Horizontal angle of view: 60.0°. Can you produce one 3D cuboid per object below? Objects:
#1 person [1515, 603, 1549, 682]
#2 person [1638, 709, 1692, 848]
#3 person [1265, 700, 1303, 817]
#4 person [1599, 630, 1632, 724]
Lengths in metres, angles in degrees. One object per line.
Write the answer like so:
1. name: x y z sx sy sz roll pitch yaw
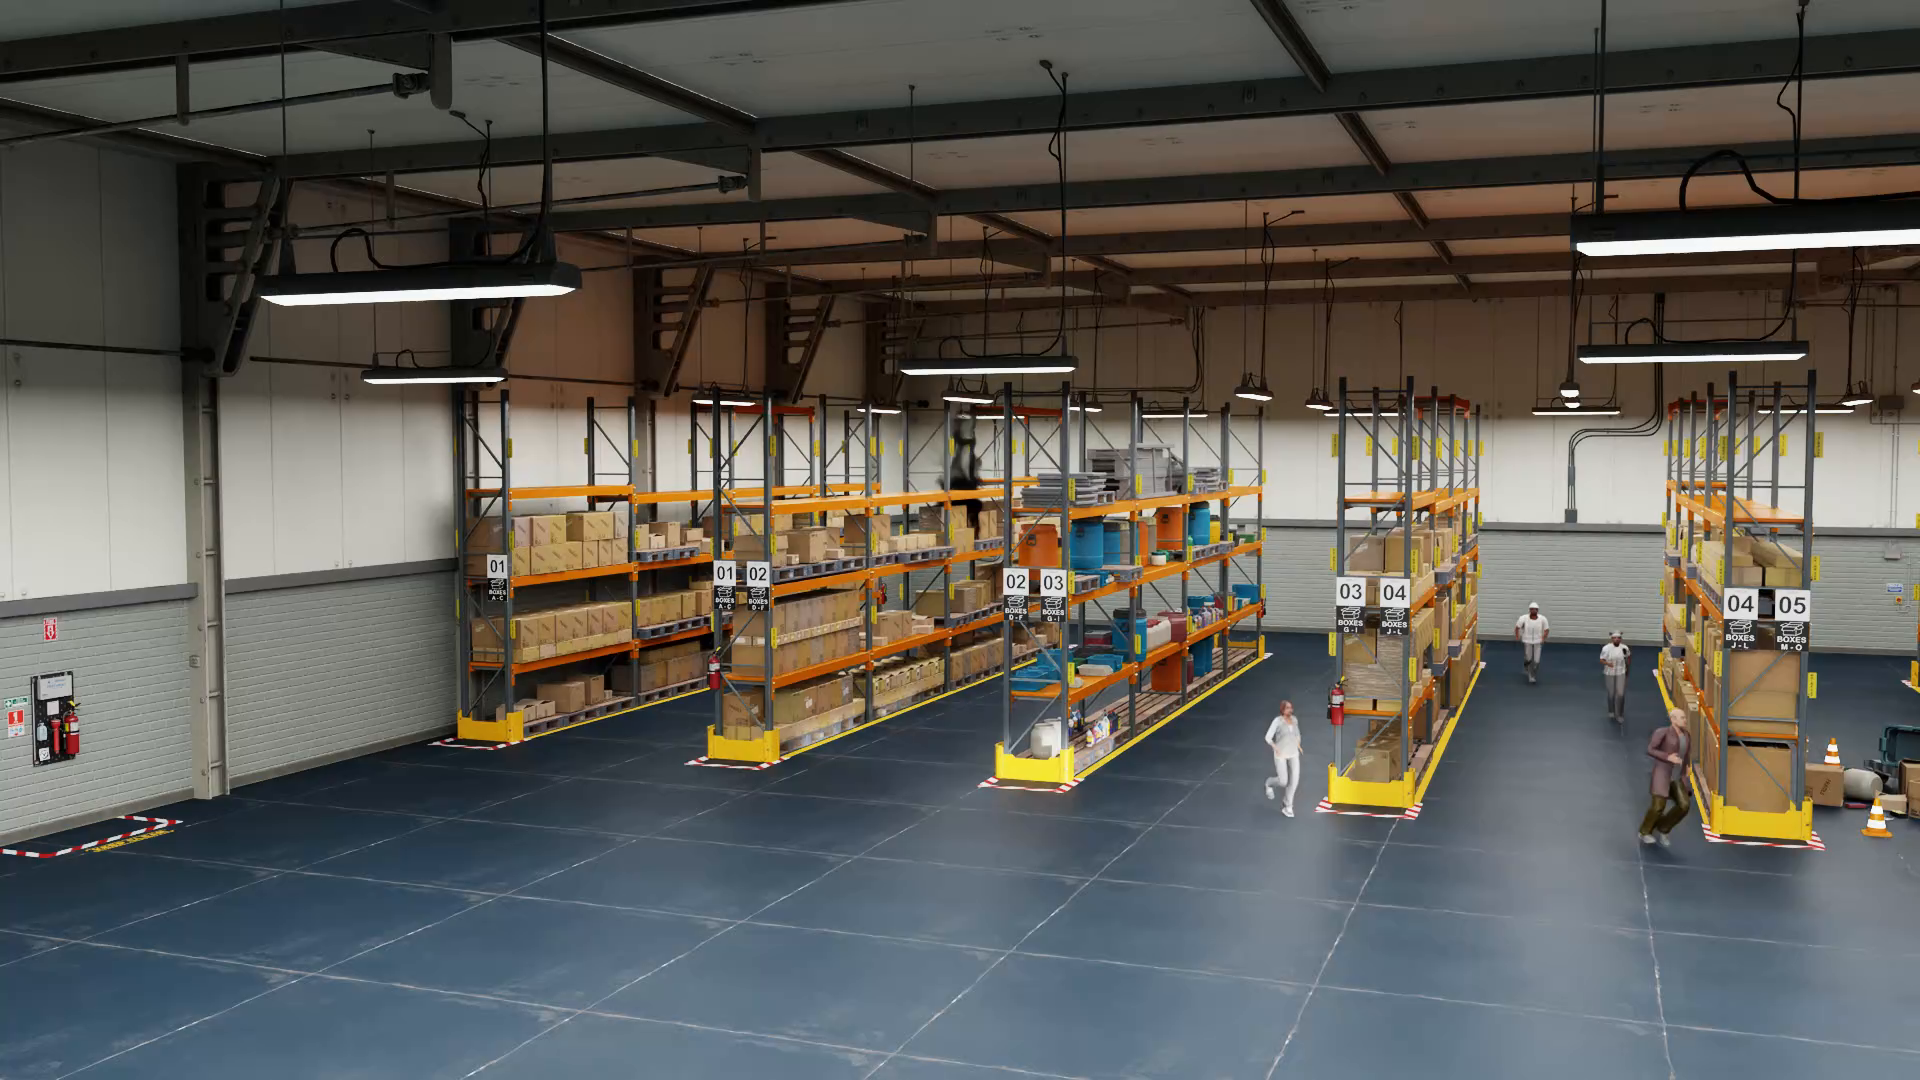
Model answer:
1. person: 12.249 2.190 35.589 0.689 1.712 0.627 1 3 13
2. person: 8.971 2.996 20.890 0.714 1.748 0.693 -1 3 -9
3. person: 4.467 2.982 22.831 0.552 1.559 0.650 -1 3 -17
4. person: 11.977 2.504 30.394 0.566 1.741 0.727 1 3 18
